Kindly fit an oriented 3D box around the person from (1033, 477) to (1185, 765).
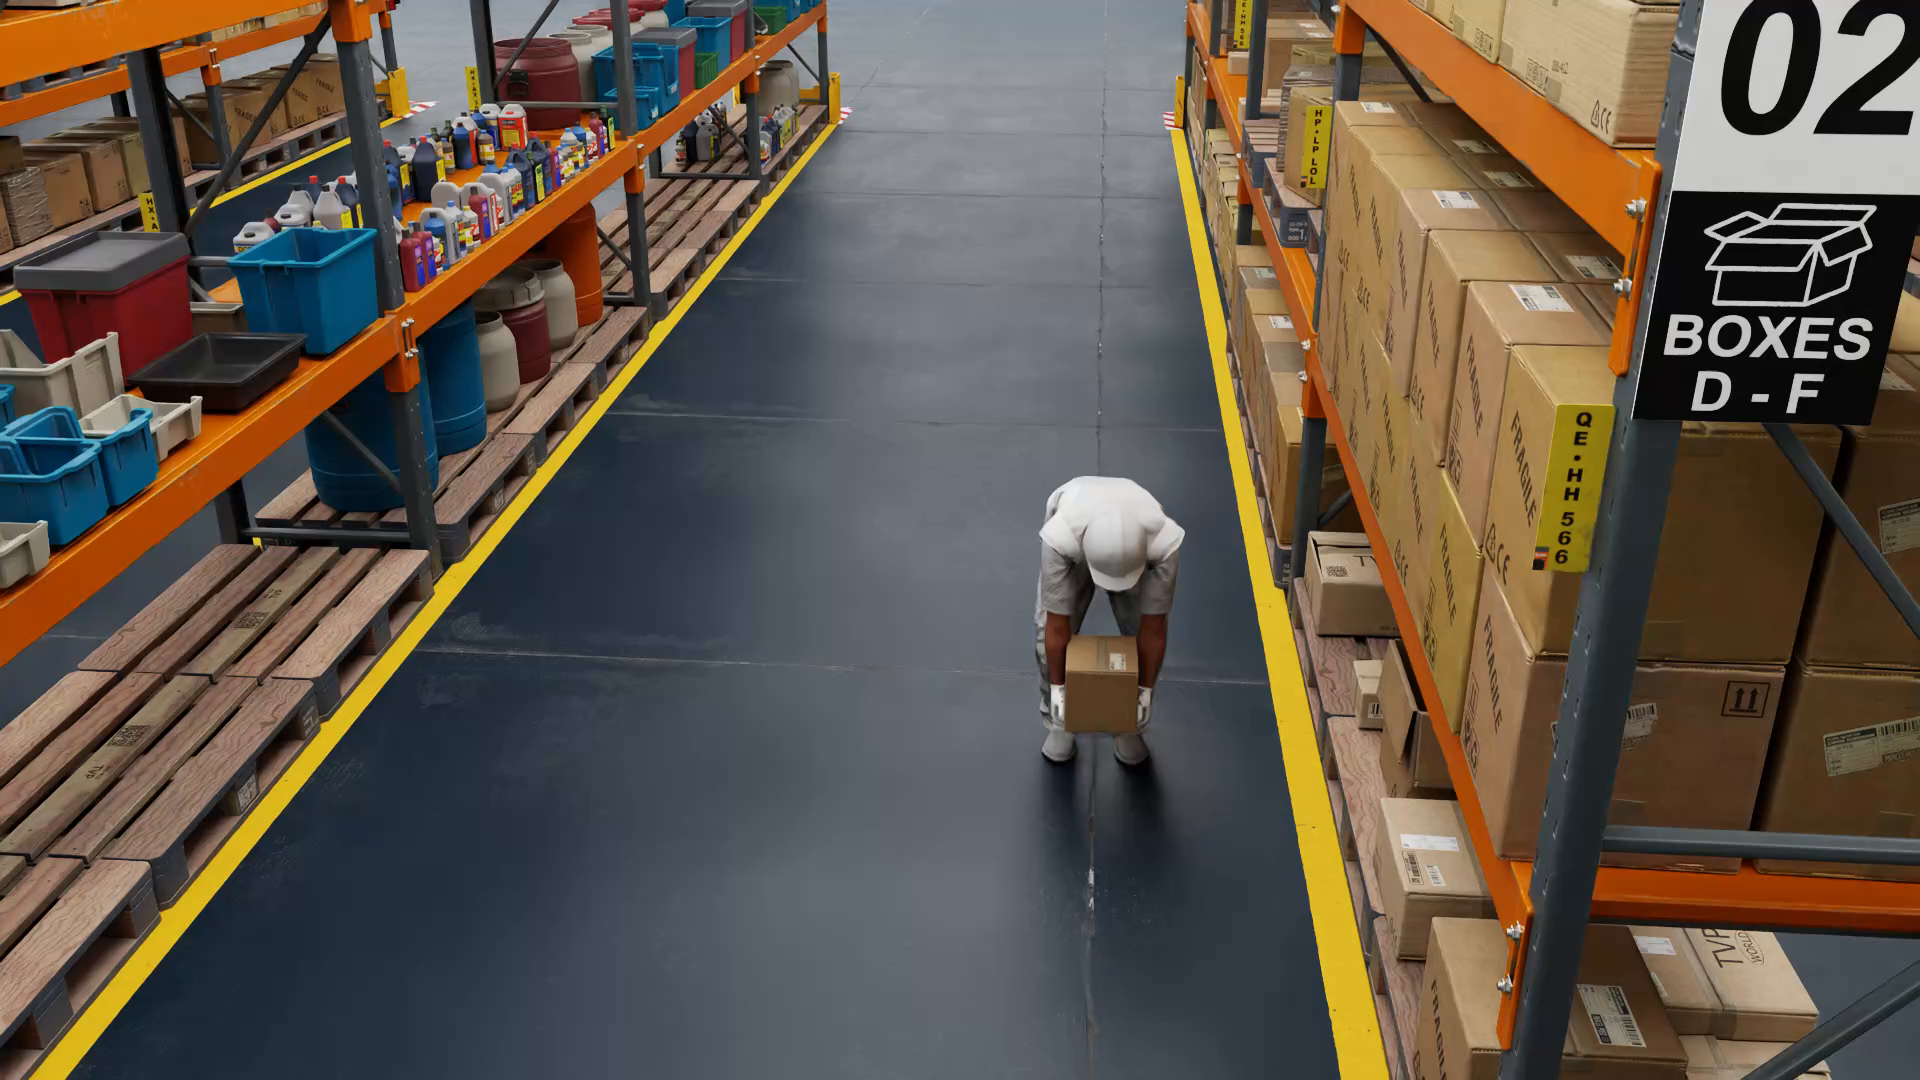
[{"bbox_3d":[0.525,0.320,6.029,0.516,1.238,0.954,1,24,2],"label":"person"}]
